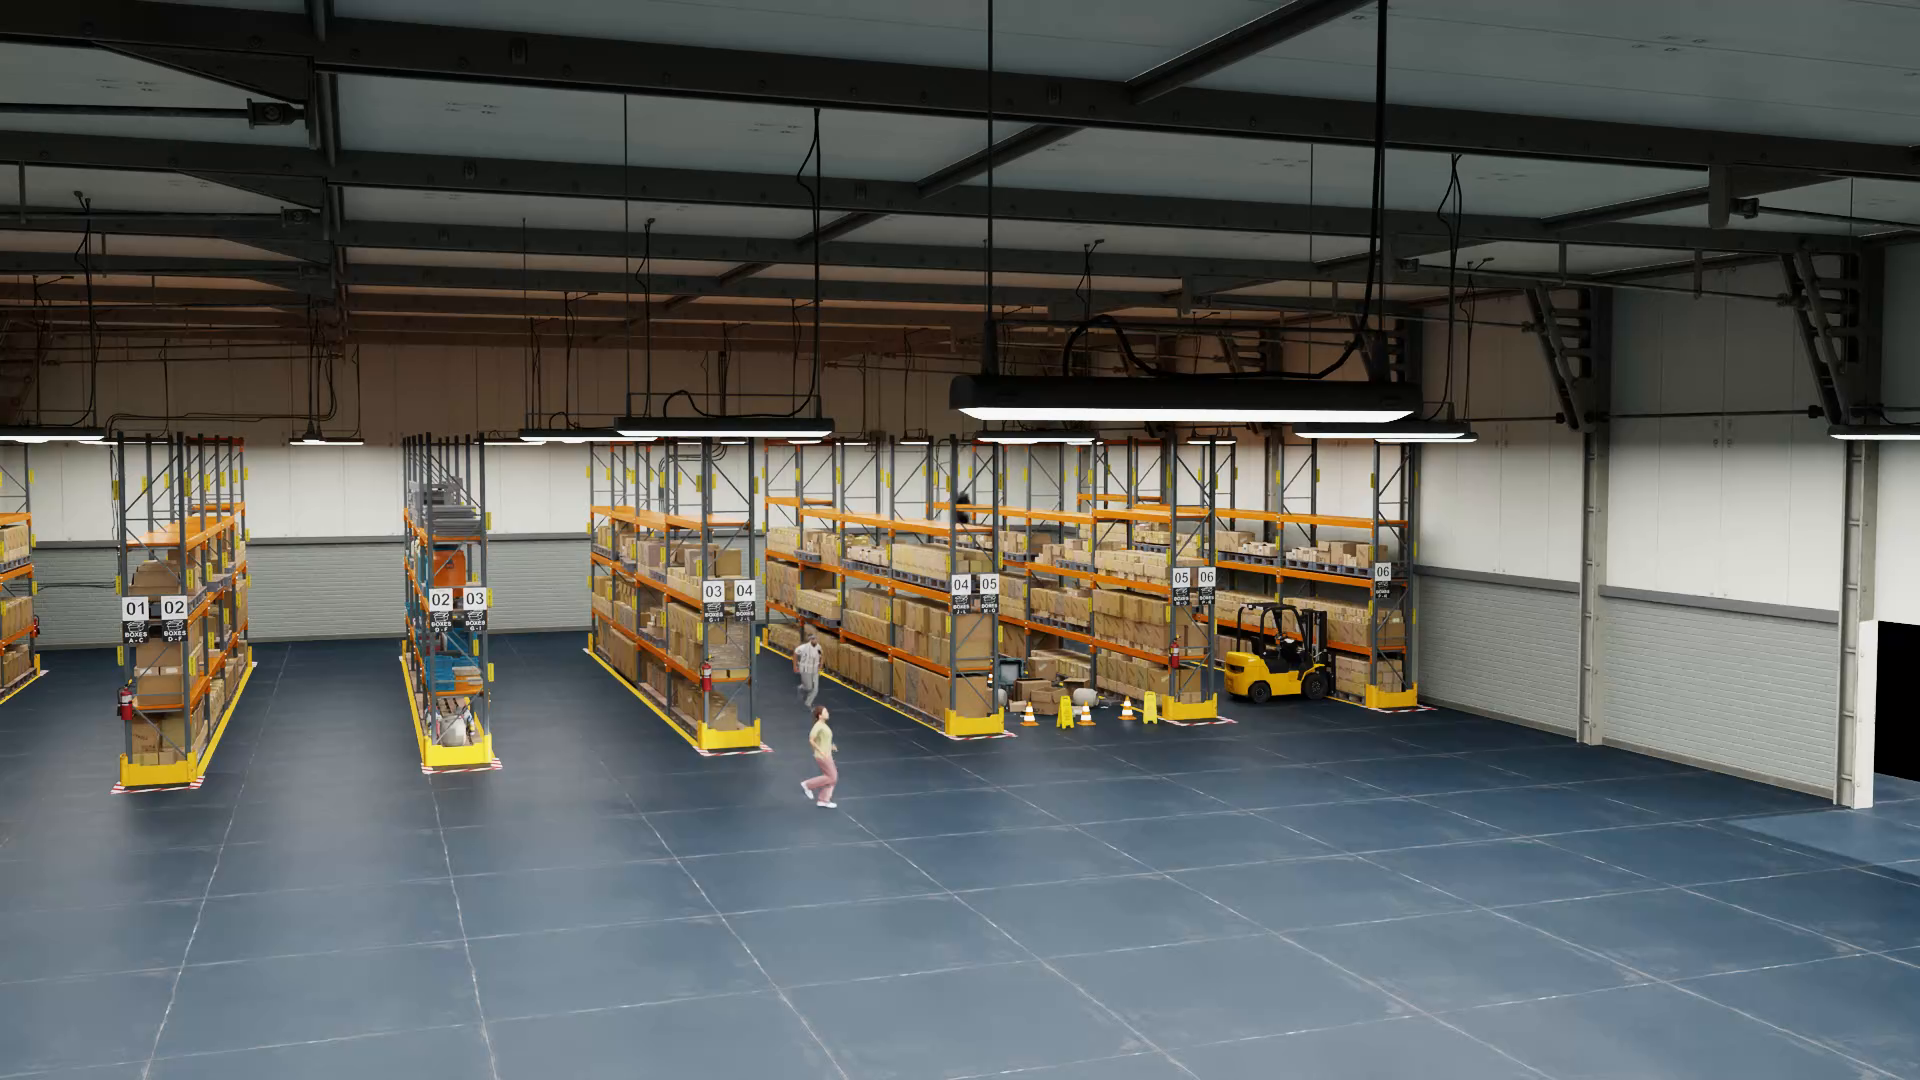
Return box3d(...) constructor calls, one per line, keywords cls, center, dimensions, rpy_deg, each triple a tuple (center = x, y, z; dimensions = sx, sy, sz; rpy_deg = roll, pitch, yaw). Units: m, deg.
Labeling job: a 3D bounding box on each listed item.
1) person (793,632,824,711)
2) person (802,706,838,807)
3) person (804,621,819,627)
box3d(cls="person", center=(-3.286, 2.865, 36.326), dimensions=(0.702, 1.739, 0.682), rpy_deg=(-2, 4, -34))
box3d(cls="person", center=(-2.231, 3.448, 26.527), dimensions=(0.565, 1.627, 0.589), rpy_deg=(0, 3, 6))
box3d(cls="person", center=(-4.467, 2.046, 50.359), dimensions=(0.930, 1.652, 0.575), rpy_deg=(-2, 4, -36))
